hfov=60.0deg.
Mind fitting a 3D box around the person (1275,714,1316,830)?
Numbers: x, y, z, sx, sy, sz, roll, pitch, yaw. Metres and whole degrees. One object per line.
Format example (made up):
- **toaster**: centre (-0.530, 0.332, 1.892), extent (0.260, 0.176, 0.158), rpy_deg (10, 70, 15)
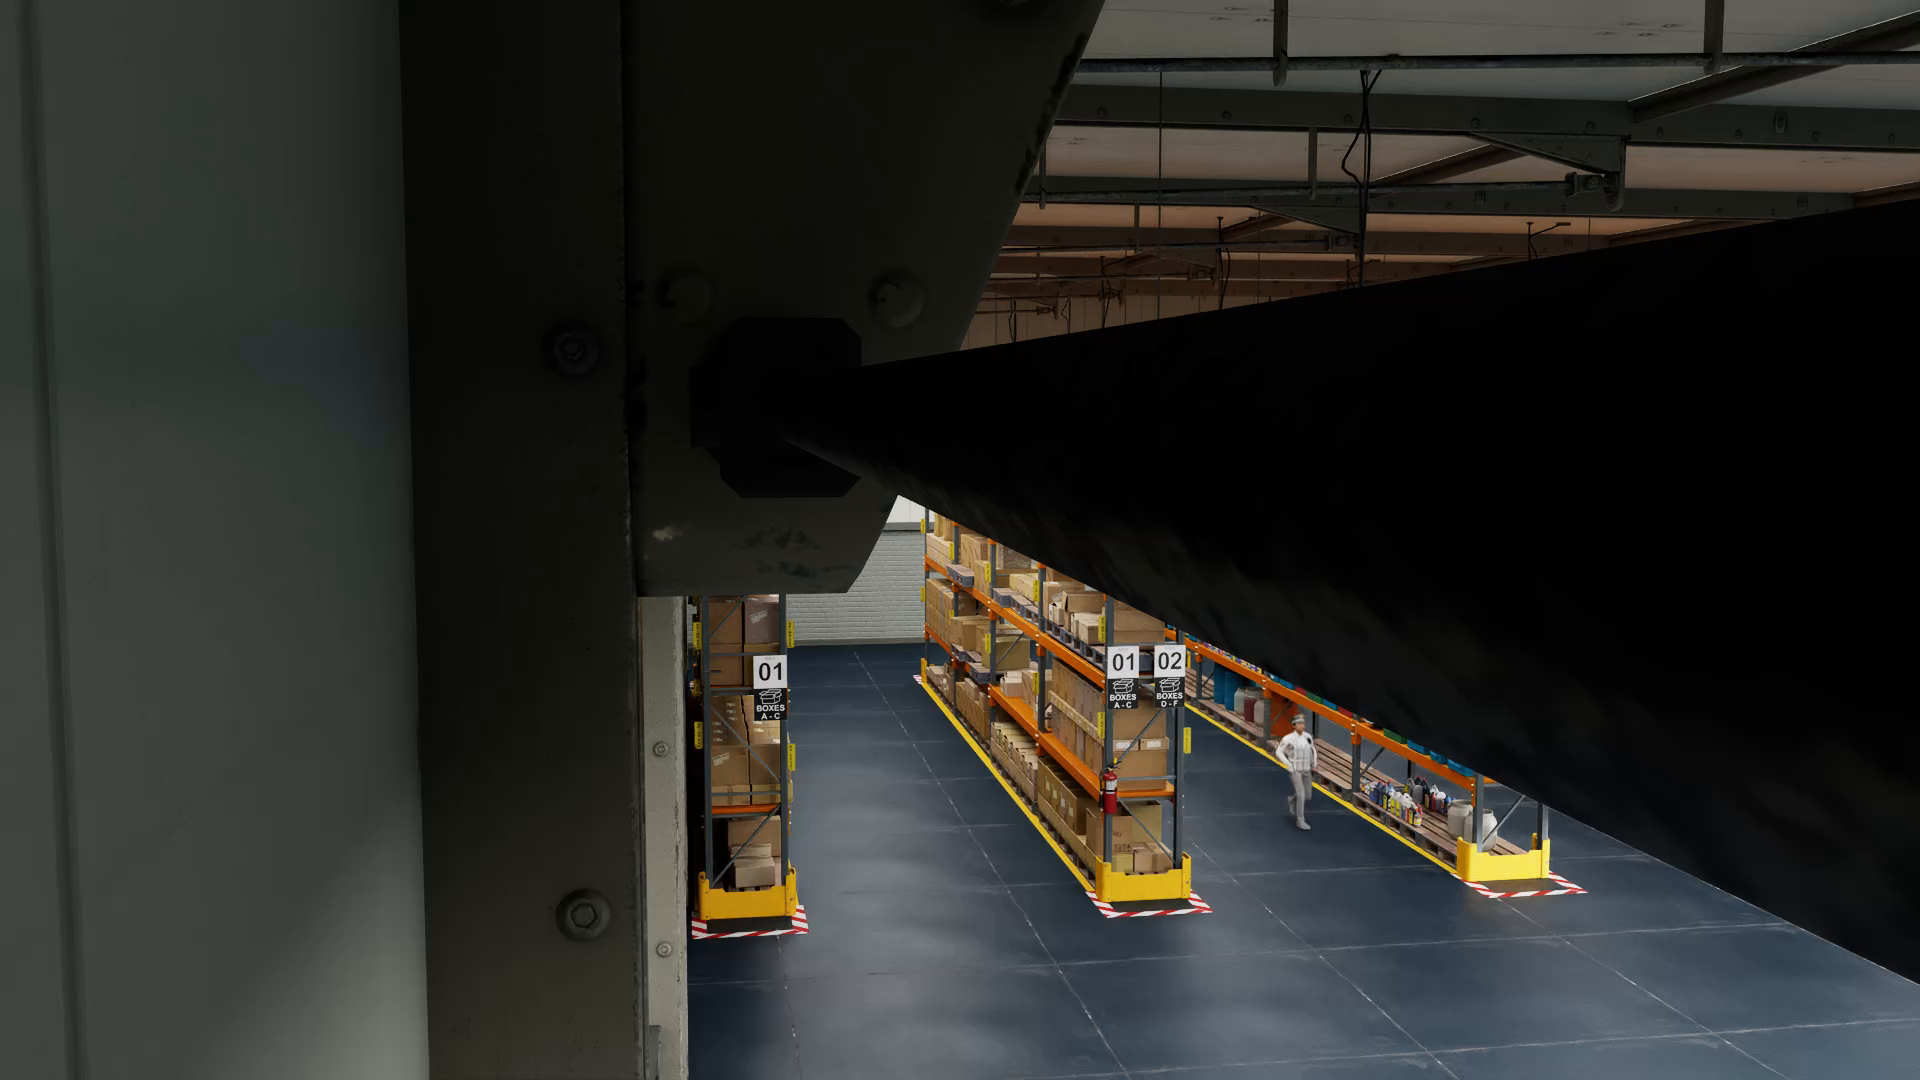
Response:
- **person**: centre (4.940, 3.360, 24.359), extent (0.622, 1.654, 0.717), rpy_deg (-2, 5, -19)
